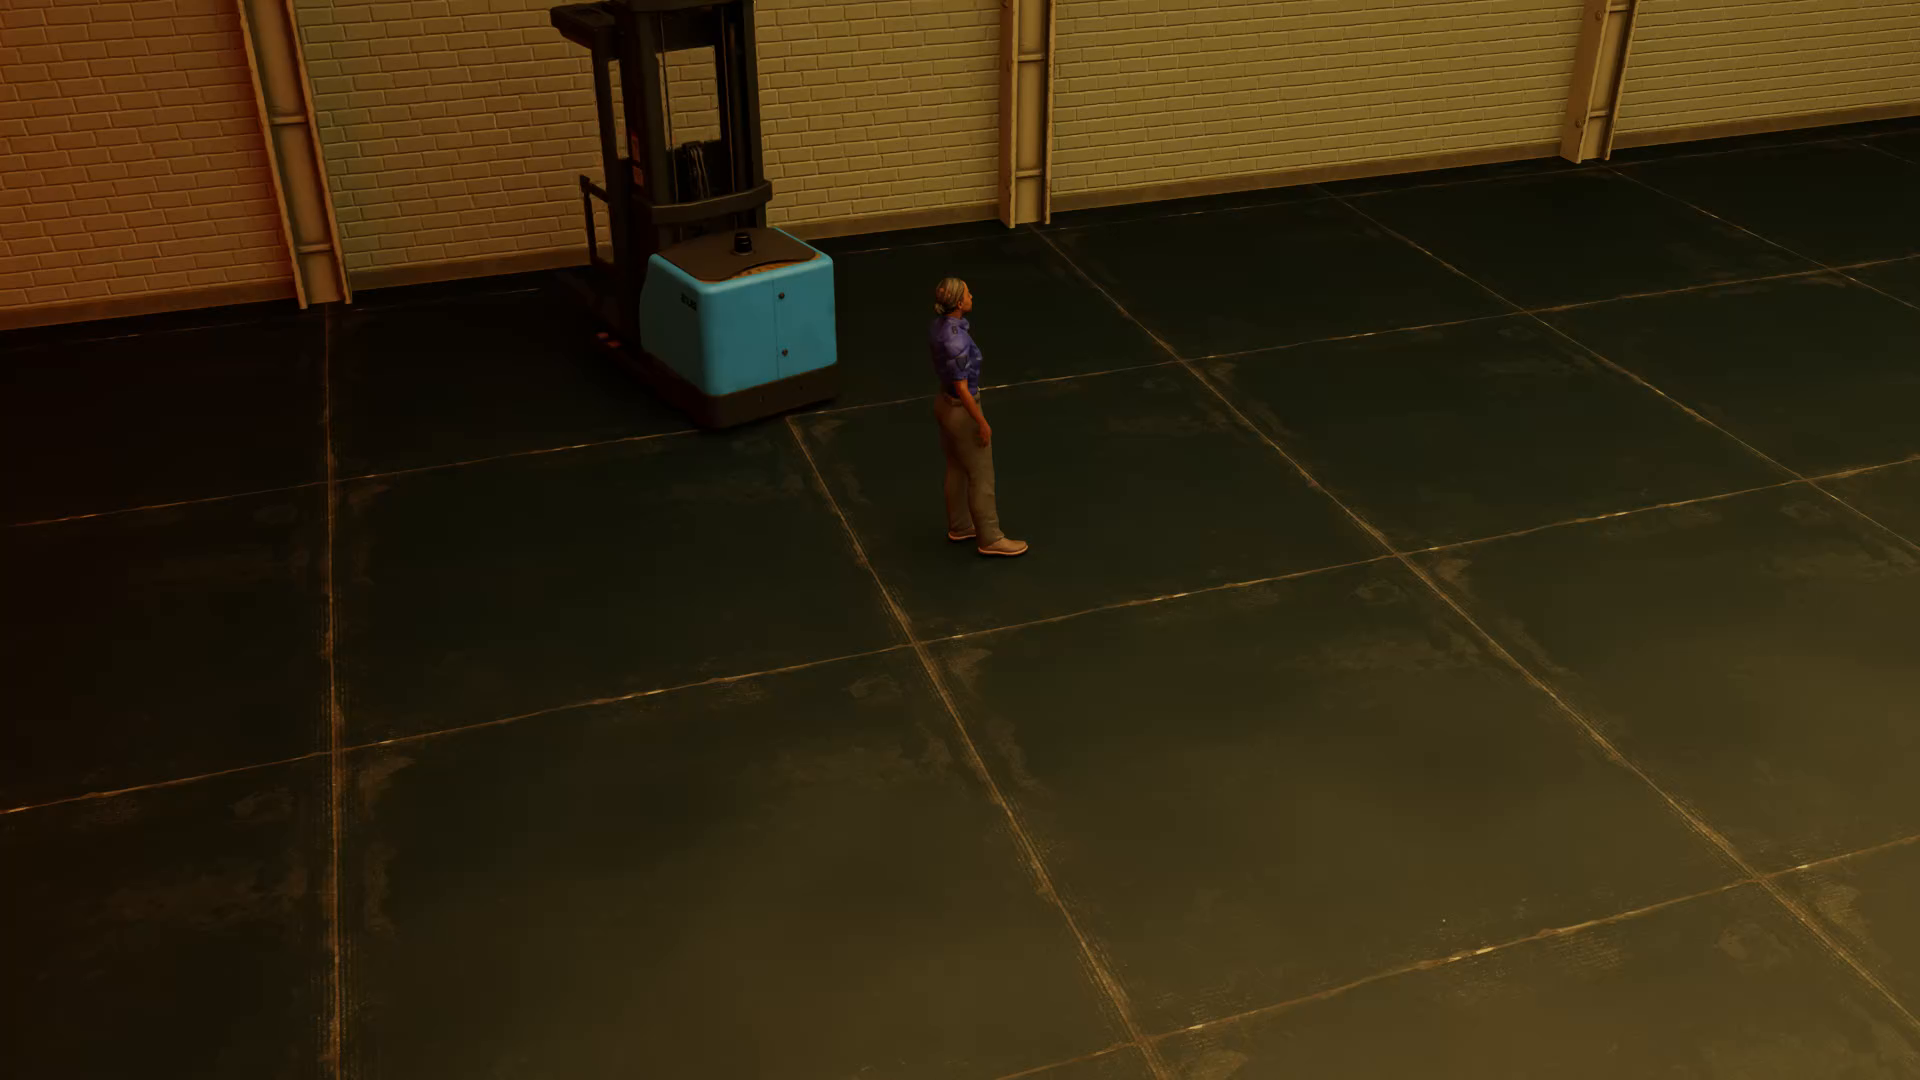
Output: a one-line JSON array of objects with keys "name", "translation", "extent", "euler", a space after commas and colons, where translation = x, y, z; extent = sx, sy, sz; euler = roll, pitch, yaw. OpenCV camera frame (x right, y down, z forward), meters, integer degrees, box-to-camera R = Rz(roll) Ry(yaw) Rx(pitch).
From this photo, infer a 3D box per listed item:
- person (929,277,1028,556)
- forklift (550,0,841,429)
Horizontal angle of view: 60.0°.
[{"name": "person", "translation": [0.090, -0.728, 9.617], "extent": [0.503, 1.656, 0.569], "euler": [-10, 31, -16]}, {"name": "forklift", "translation": [-2.102, -2.701, 11.781], "extent": [1.130, 2.935, 3.031], "euler": [-20, 35, -30]}]
